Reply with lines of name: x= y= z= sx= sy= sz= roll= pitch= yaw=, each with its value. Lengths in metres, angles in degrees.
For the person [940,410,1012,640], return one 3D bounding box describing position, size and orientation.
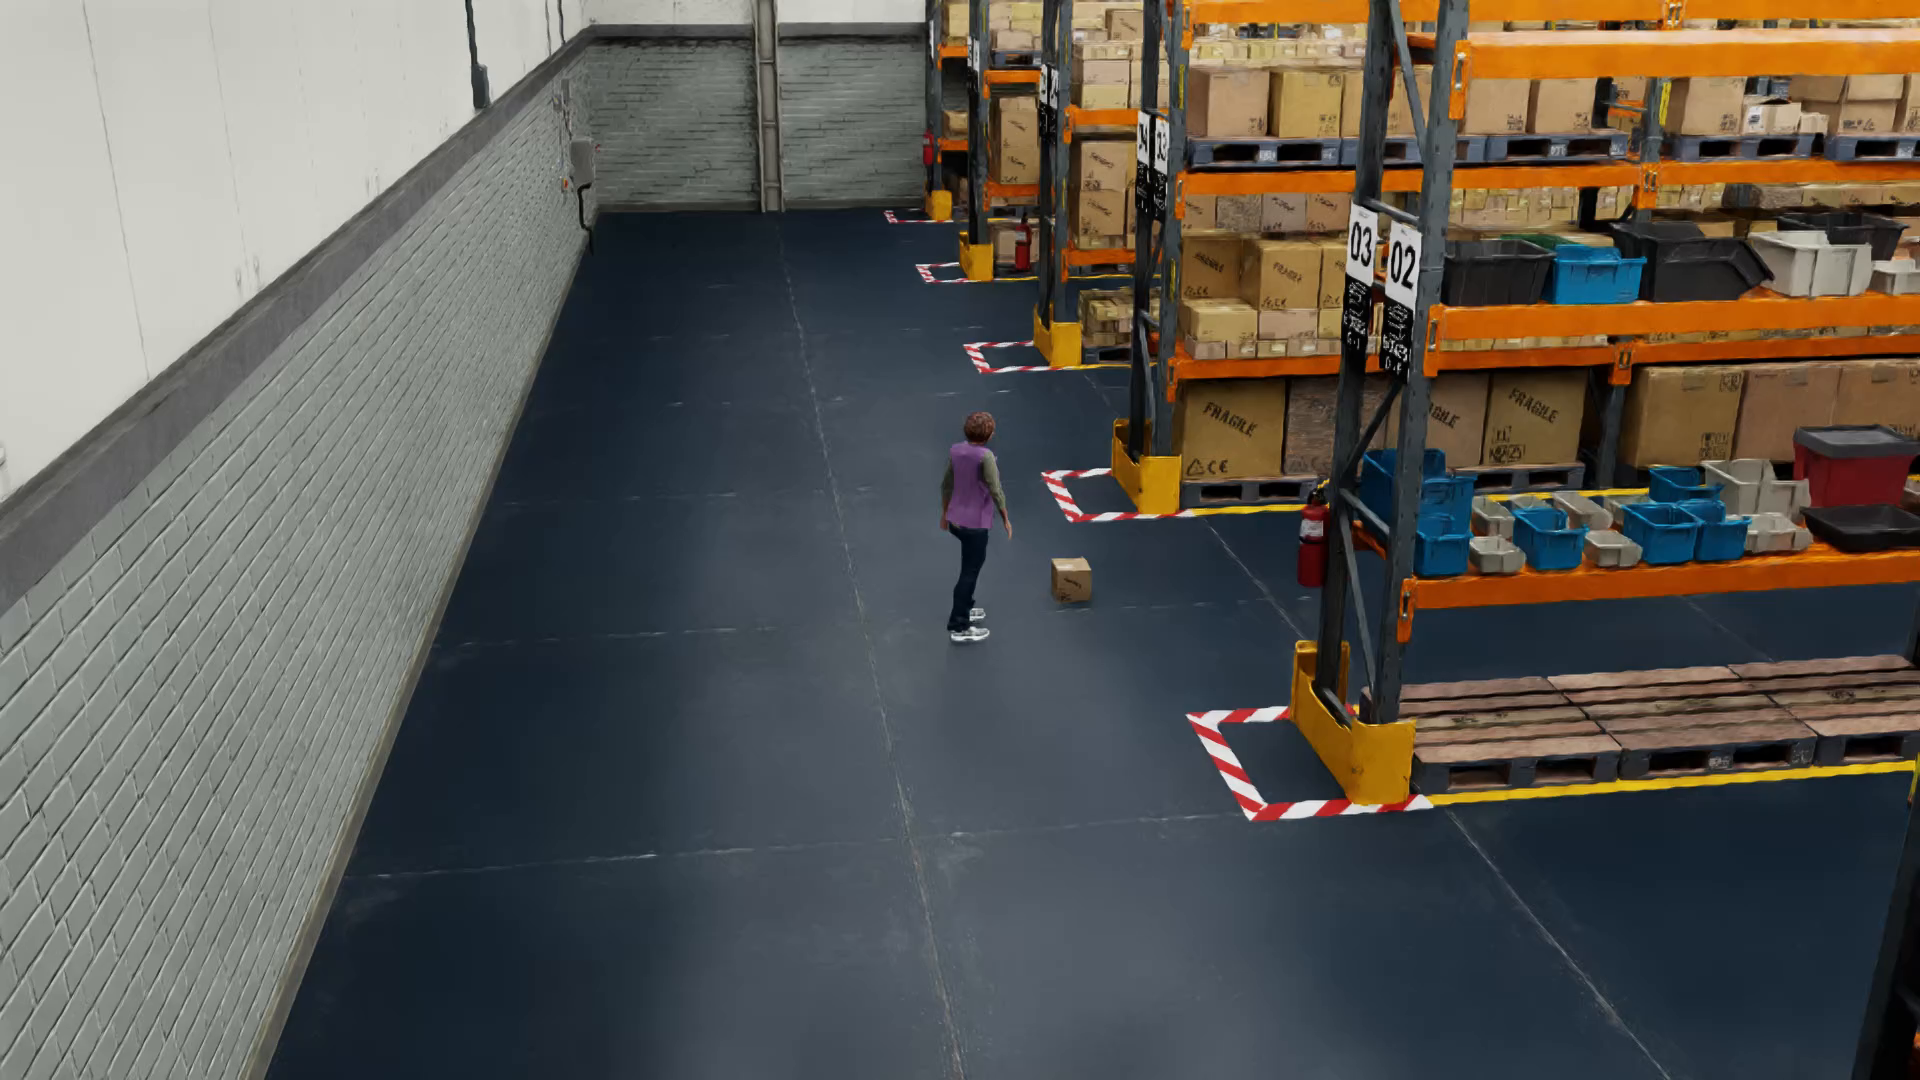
person: x=0.060 y=-0.113 z=11.393 sx=0.458 sy=1.577 sz=0.542 roll=-14 pitch=25 yaw=-34
